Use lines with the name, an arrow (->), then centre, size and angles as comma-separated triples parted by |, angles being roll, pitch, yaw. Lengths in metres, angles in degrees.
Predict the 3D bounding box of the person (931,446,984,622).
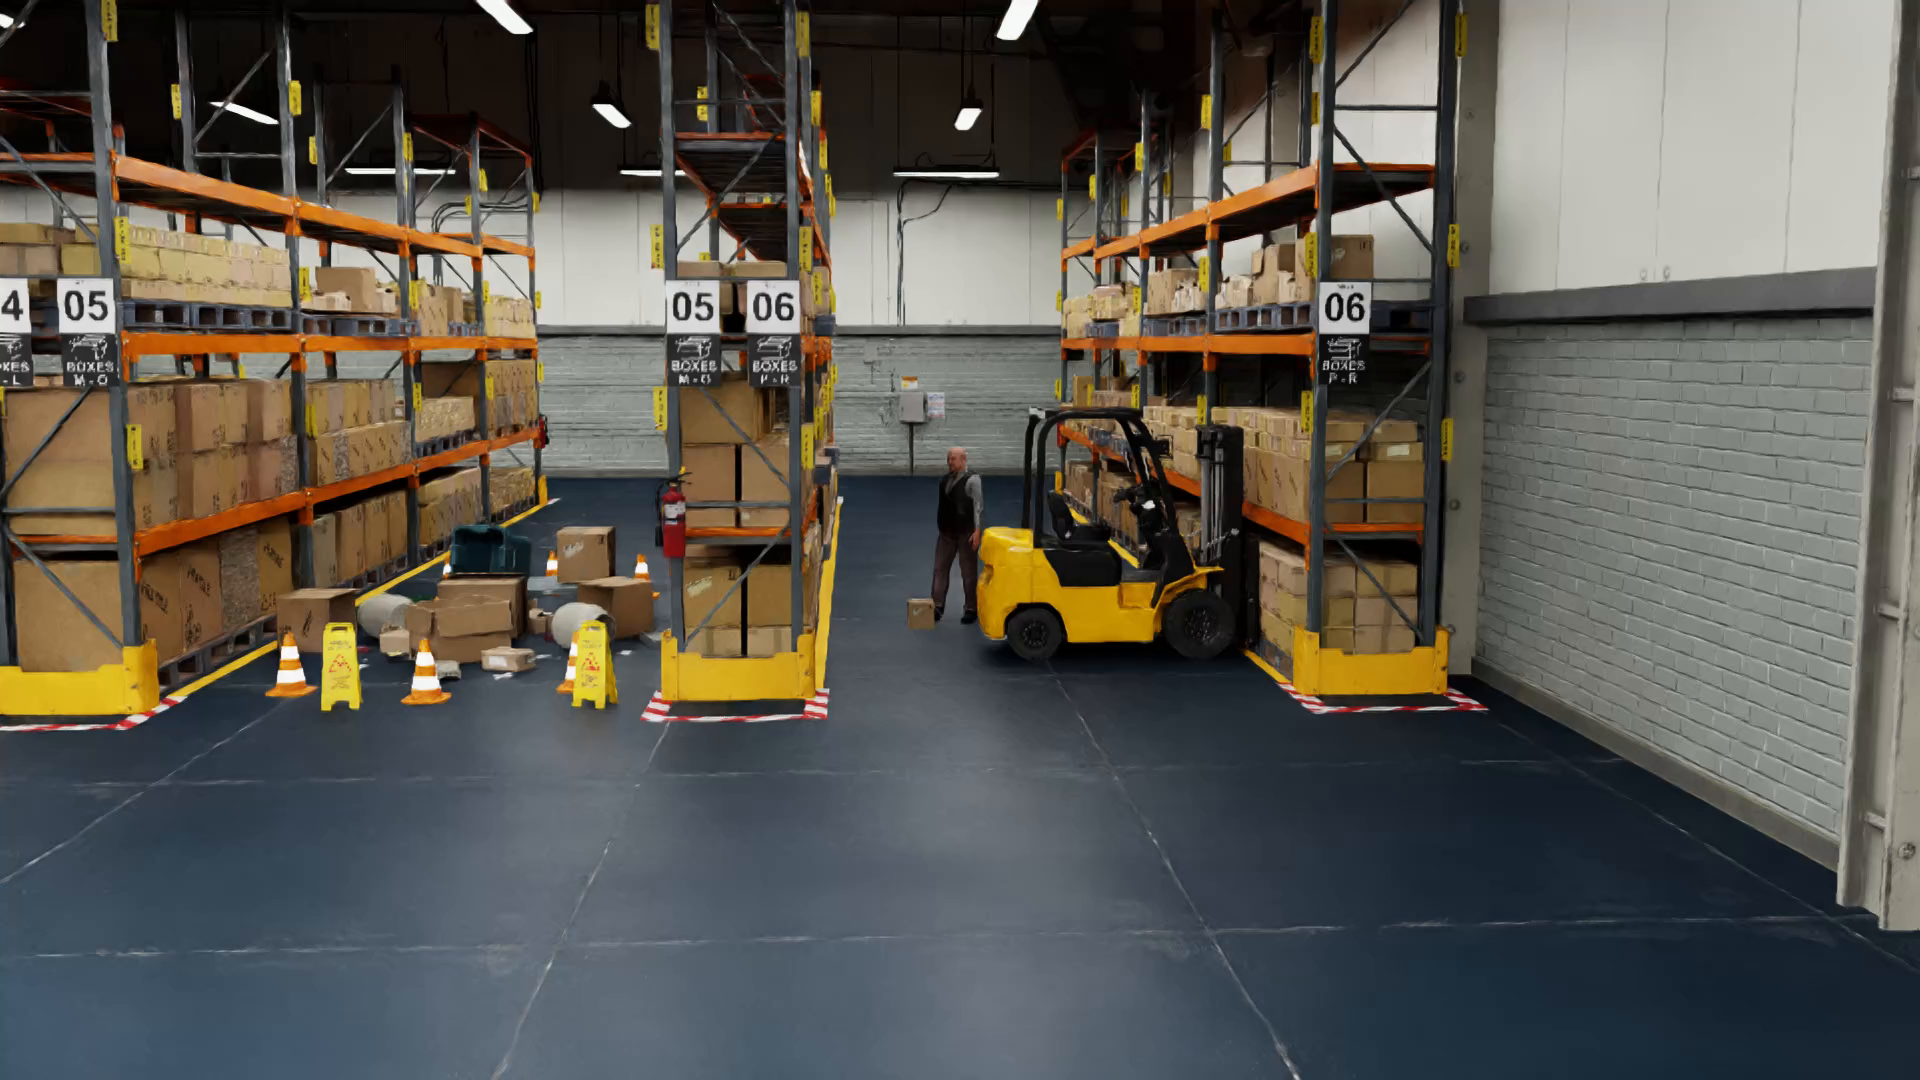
person -> -0.072, -0.049, 16.157 | 0.583, 1.719, 0.659 | 5, 9, 38
